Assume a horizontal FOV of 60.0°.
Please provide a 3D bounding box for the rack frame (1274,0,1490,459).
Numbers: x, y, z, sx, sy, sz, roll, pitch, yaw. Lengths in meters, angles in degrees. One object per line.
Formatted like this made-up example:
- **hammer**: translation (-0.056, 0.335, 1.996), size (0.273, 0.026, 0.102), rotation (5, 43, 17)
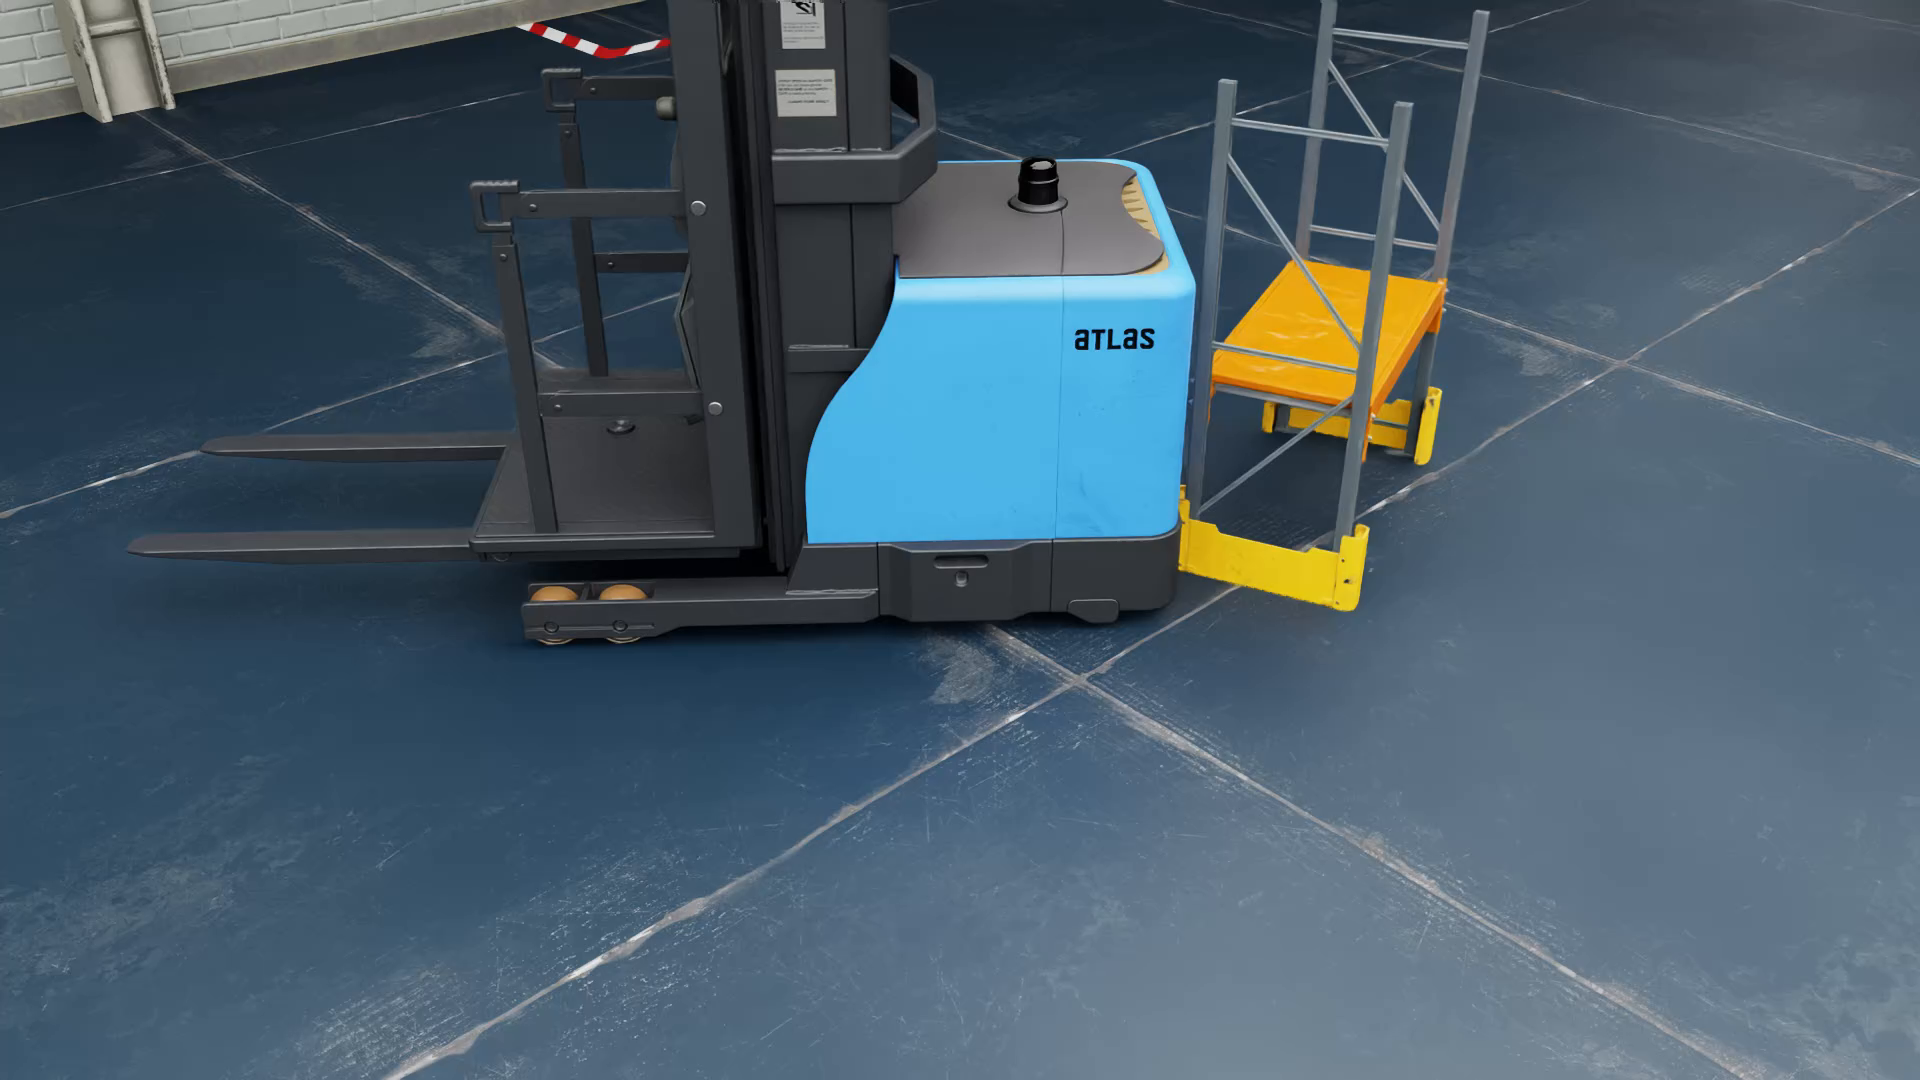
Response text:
- **rack frame**: translation (1.345, -0.981, 5.416), size (0.500, 1.500, 0.032), rotation (14, 34, 22)

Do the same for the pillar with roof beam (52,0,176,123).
- **pillar with roof beam**: translation (-1.624, -4.555, 4.073), size (0.400, 9.000, 9.100), rotation (-26, 40, -35)

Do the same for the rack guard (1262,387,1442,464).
- **rack guard**: translation (1.344, -0.447, 5.741), size (0.587, 0.250, 0.087), rotation (14, 34, 22)

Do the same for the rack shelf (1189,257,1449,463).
- **rack shelf**: translation (1.124, -0.588, 5.120), size (0.538, 0.185, 1.000), rotation (14, 34, 22)

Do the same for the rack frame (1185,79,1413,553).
- **rack frame**: translation (0.904, -0.503, 4.635), size (0.500, 1.500, 0.032), rotation (14, 34, 22)

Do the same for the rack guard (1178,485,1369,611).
- **rack guard**: translation (0.912, 0.021, 4.976), size (0.587, 0.250, 0.087), rotation (14, 34, 22)

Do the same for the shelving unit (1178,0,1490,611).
- **shelving unit**: translation (1.128, -0.746, 5.033), size (0.587, 1.500, 1.083), rotation (14, 34, 22)

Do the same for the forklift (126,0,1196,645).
- **forklift**: translation (-0.897, -1.233, 4.456), size (3.031, 2.935, 1.130), rotation (-1, 31, -2)
